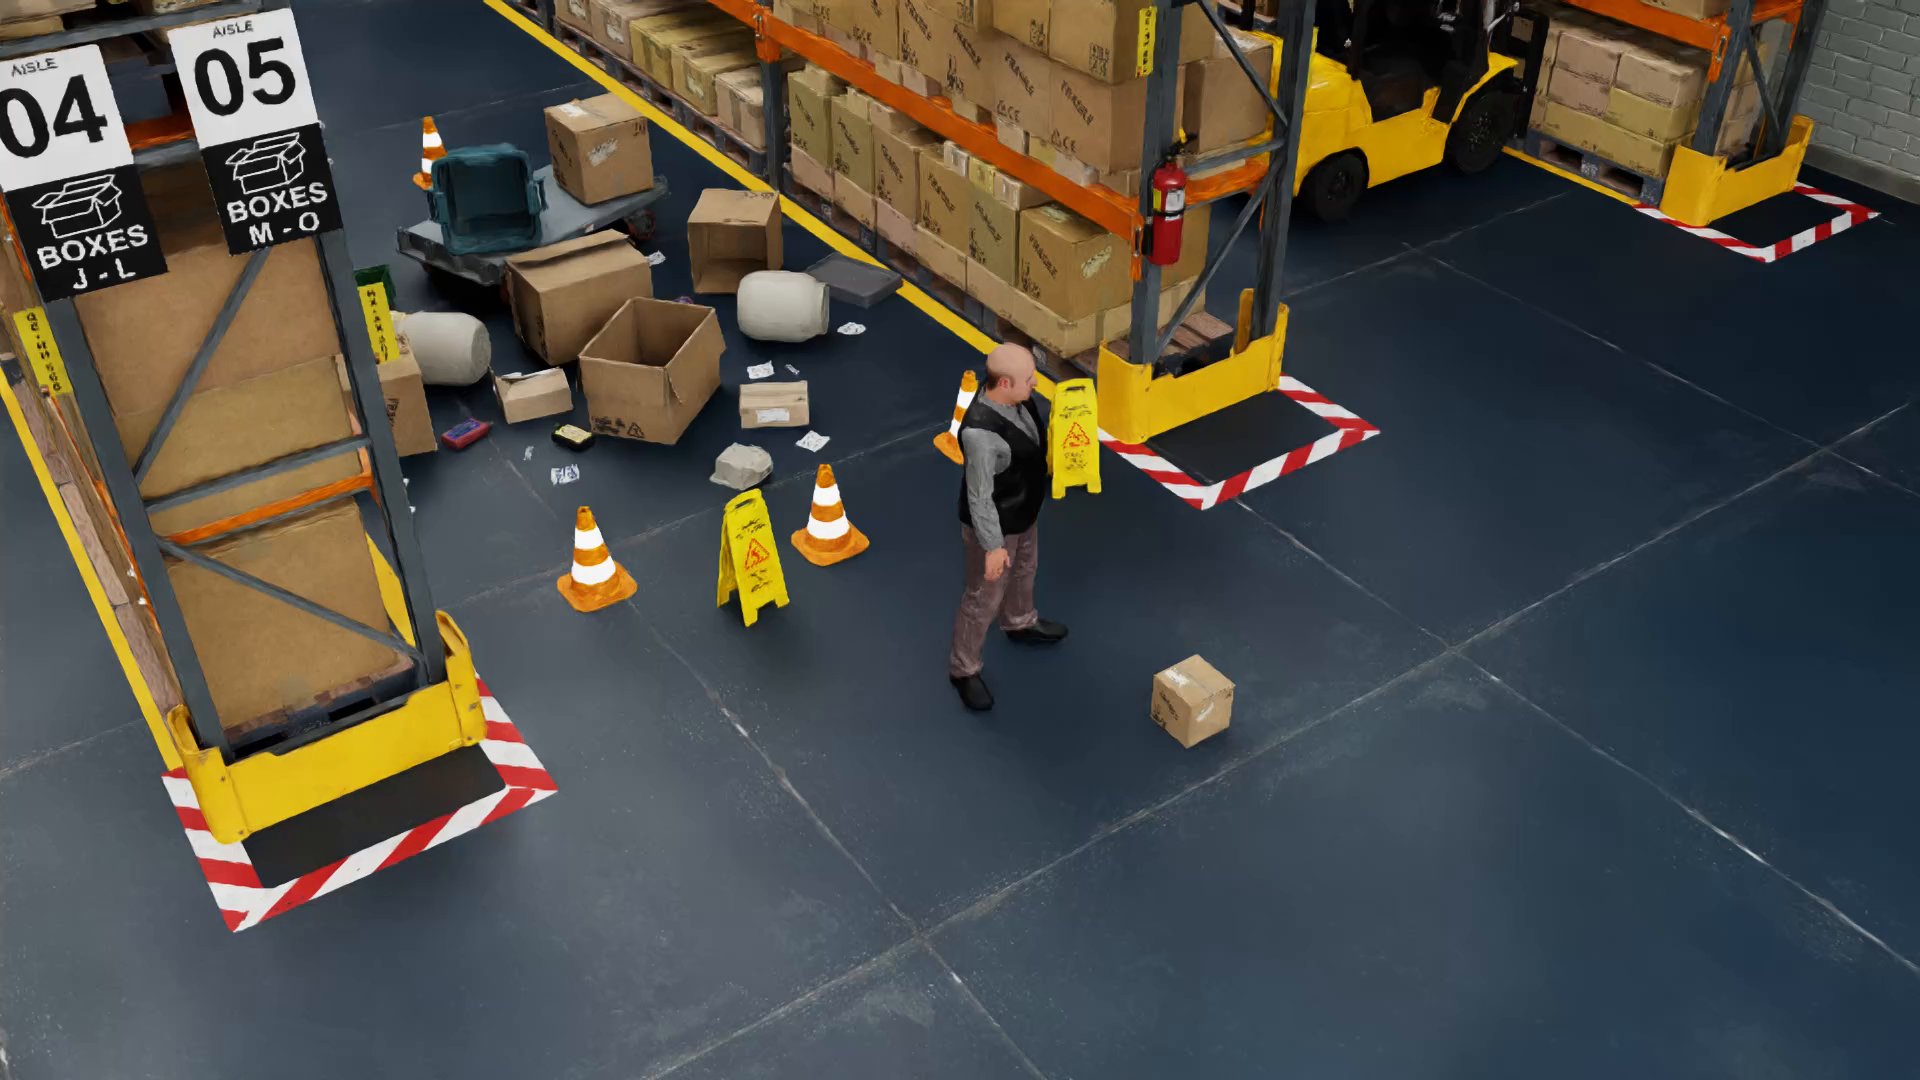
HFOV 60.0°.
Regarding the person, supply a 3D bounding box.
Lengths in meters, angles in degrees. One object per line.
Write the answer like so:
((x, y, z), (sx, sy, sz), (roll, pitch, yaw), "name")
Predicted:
((0.204, -0.110, 7.139), (0.466, 1.722, 0.672), (10, 37, 13), "person")
